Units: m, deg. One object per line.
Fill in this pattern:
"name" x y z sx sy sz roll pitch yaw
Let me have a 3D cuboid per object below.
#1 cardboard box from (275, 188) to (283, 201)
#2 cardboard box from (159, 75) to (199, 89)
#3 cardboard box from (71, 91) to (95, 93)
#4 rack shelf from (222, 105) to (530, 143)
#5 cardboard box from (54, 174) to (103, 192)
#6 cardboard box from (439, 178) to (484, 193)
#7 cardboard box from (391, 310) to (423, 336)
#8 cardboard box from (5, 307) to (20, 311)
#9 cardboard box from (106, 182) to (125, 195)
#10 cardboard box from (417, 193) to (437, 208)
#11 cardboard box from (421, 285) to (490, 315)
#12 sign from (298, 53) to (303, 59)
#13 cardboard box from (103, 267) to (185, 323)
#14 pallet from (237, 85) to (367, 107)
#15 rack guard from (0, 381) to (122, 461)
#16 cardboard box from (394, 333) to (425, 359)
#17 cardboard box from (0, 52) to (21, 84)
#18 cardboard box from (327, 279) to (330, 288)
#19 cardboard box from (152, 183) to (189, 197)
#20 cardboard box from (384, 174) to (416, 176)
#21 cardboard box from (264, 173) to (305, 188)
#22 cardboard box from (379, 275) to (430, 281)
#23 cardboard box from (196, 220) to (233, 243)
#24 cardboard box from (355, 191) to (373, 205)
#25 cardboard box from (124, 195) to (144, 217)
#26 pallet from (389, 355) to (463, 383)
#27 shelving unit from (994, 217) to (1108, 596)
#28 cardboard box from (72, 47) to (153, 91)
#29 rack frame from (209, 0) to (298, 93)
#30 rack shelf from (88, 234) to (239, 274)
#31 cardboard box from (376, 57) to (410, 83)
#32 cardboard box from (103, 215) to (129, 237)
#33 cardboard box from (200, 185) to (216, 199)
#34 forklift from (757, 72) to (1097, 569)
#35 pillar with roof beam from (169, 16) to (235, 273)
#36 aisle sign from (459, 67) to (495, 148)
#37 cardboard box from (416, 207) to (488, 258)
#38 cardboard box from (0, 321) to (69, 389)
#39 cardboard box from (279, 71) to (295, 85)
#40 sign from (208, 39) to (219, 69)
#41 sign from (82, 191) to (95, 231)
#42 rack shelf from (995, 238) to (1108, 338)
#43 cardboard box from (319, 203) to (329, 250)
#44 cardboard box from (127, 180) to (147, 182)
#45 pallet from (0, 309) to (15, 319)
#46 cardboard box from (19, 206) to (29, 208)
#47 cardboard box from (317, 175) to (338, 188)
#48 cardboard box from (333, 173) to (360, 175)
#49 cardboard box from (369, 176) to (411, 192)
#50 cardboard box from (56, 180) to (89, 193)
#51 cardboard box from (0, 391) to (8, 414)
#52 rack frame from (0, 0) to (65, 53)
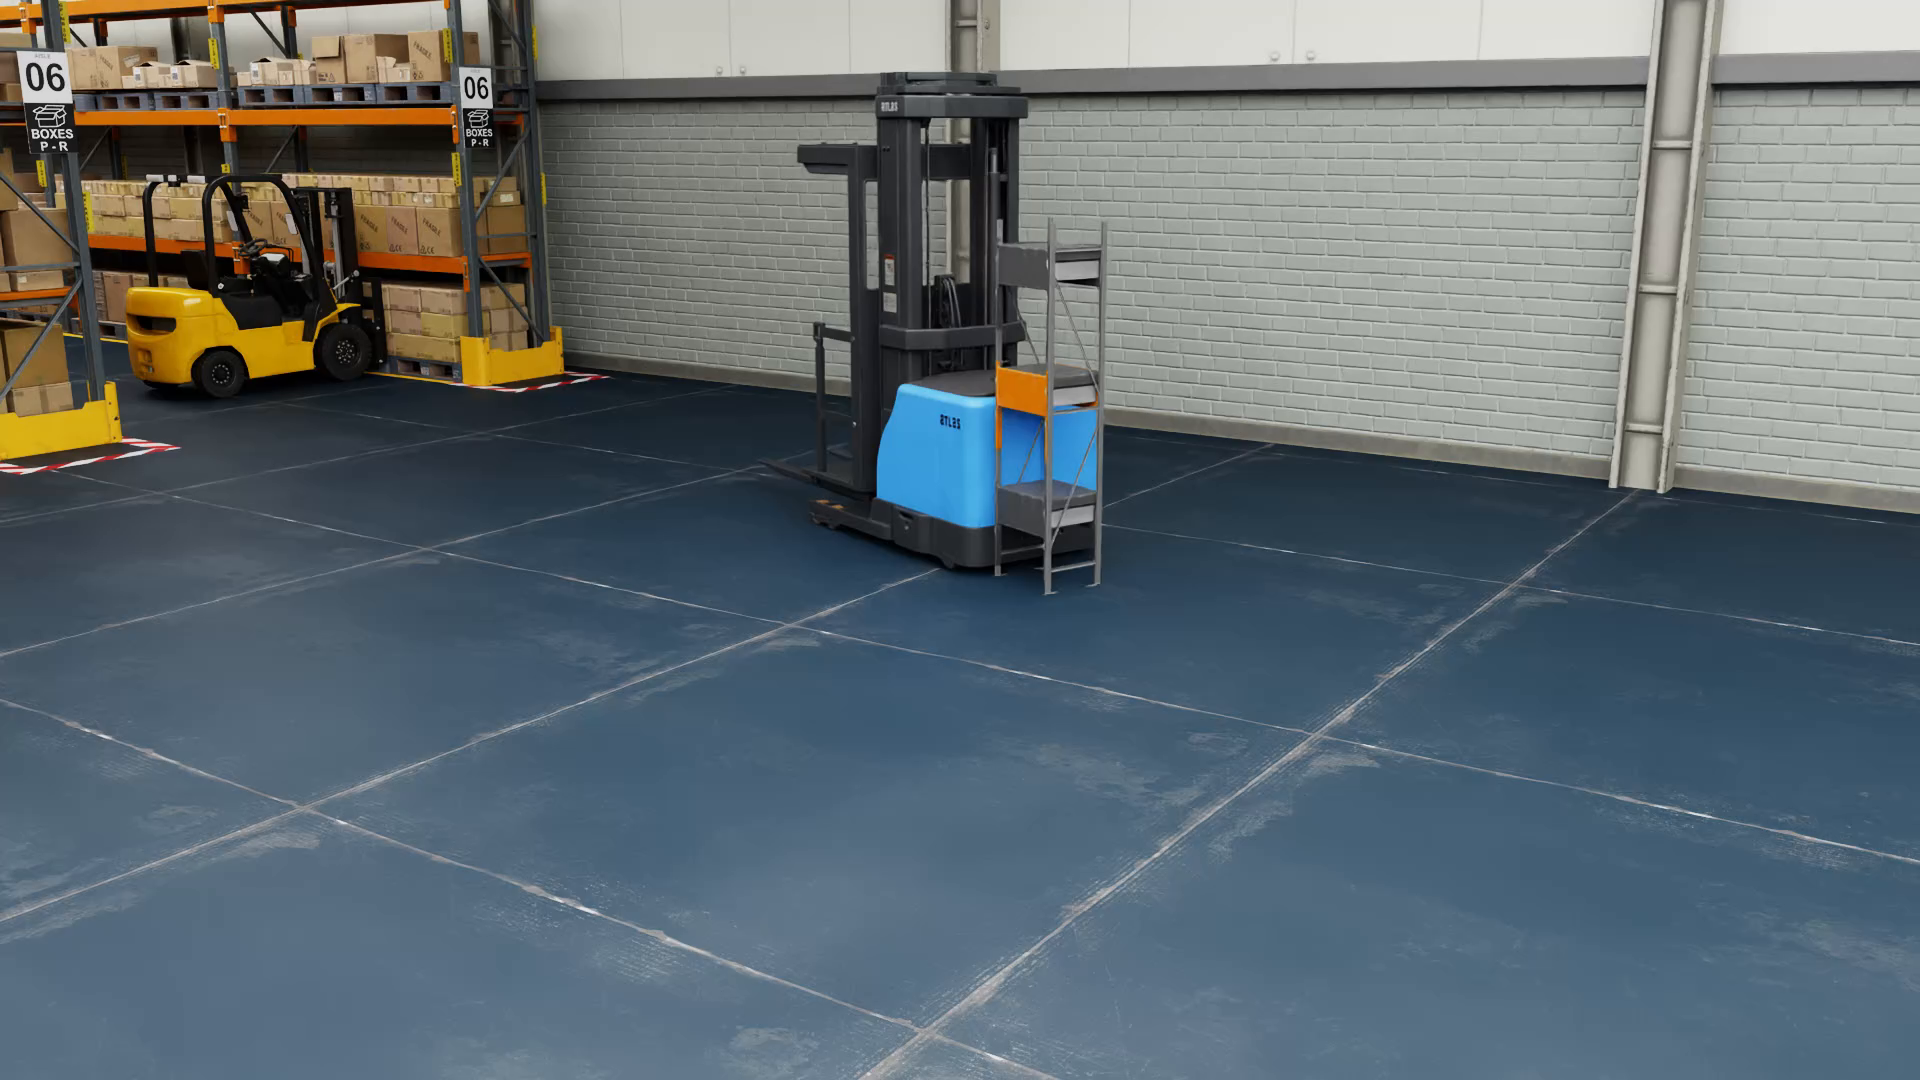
"cardboard box" -7.544 -3.932 18.907 0.250 0.149 0.380 9 17 33
"cardboard box" -9.191 -5.401 19.597 0.250 0.149 0.380 9 17 33
"cardboard box" -11.598 -5.937 21.806 0.250 0.149 0.380 9 17 33
"rack shelf" -6.450 -4.566 18.281 4.000 0.370 1.077 9 17 33
"cardboard box" -11.768 -4.617 22.148 0.500 0.500 0.500 10 17 35
"cardboard box" -5.205 -3.705 17.370 0.250 0.149 0.380 9 17 33
"cardboard box" -5.779 -2.375 17.984 0.500 0.250 0.500 9 17 32
"cardboard box" -12.744 -3.407 22.673 0.500 0.500 0.500 10 17 35
"cardboard box" -10.429 -4.401 20.800 0.250 0.149 0.380 9 17 33
"cardboard box" -5.463 -3.573 17.458 0.250 0.149 0.380 9 17 34
"cardboard box" -5.346 -2.545 17.630 0.500 0.250 0.500 10 17 35
"sign" -7.801 -5.584 19.655 0.005 0.325 0.100 9 17 33
"cardboard box" -10.372 -3.143 21.344 0.625 0.625 0.875 10 17 35
"pallet" -7.387 -5.031 18.848 1.213 0.211 1.003 9 17 33
"rack guard" -7.620 -0.998 13.813 0.348 0.500 1.175 9 17 33
"cardboard box" -5.764 -2.129 18.029 0.500 0.250 0.500 9 17 33
"cardboard box" -7.826 -3.849 13.581 0.500 0.250 0.500 9 16 32
"cardboard box" -7.045 -2.820 18.738 0.500 0.250 0.500 10 17 35
"cardboard box" -9.594 -4.258 20.223 0.250 0.149 0.380 9 17 33
"cardboard box" -6.217 -4.000 18.561 0.250 0.149 0.380 9 17 33
"cardboard box" -7.733 -4.120 19.047 0.250 0.149 0.380 9 17 34
"cardboard box" -6.330 -2.853 18.875 0.500 0.250 0.500 9 16 32
"cardboard box" -8.674 -3.670 19.719 0.500 0.250 0.500 10 17 34
"cardboard box" -6.312 -3.712 18.019 0.250 0.149 0.380 9 17 33
"cardboard box" -9.920 -4.121 20.500 0.500 0.250 0.500 9 17 34
"pallet" -5.448 -1.932 18.187 1.213 0.211 1.003 9 17 33
"shelving unit" 0.513 -0.774 9.578 0.431 2.100 0.503 -9 17 -34
"cardboard box" -10.489 -5.827 20.589 0.500 0.500 0.700 9 16 32
"rack frame" -8.109 -6.640 18.918 0.127 3.000 1.000 9 17 33
"rack shelf" -9.769 -3.647 20.809 4.000 0.370 1.077 9 17 33
"cardboard box" -5.858 -4.919 17.407 0.258 0.266 0.396 9 17 33
"cardboard box" -10.351 -3.947 20.837 0.500 0.250 0.500 9 16 31
"cardboard box" -8.741 -4.123 19.680 0.250 0.149 0.380 9 16 32
"forklift" -0.369 -1.551 10.987 1.130 2.935 3.031 -9 17 -34
"pillar with roof beam" -12.246 -6.323 17.637 0.400 9.000 9.100 9 17 33
"aisle sign" -4.900 -4.386 16.887 0.004 0.787 0.394 9 17 33
"cardboard box" -5.345 -3.253 17.515 0.500 0.500 0.500 9 16 32
"cardboard box" -8.092 -1.600 14.334 0.500 0.500 0.500 9 16 31
"cardboard box" -7.269 -5.090 18.342 0.250 0.149 0.380 10 17 34
"sign" -8.404 -5.478 18.736 0.005 0.325 0.100 9 17 33
"sign" -7.255 -2.729 13.805 0.005 0.325 0.100 9 17 33
"rack shelf" 0.513 -1.440 9.413 0.431 0.518 0.480 -9 17 -34
"cardboard box" -7.025 -3.530 18.634 0.500 0.500 0.500 9 17 32
"cardboard box" -10.585 -4.564 21.461 0.250 0.149 0.380 9 17 33
"pallet" -13.035 -3.182 23.237 1.213 0.211 1.003 9 17 33
"cardboard box" -8.227 -2.581 14.182 0.500 0.500 0.500 10 17 35
"cardboard box" -6.897 -3.976 18.467 0.250 0.149 0.380 9 17 33
"cardboard box" -7.021 -4.157 19.196 0.250 0.149 0.380 9 16 32
"cardboard box" -6.103 -3.823 17.845 0.250 0.149 0.380 10 17 34
"cardboard box" -11.328 -4.526 21.306 0.250 0.149 0.380 10 17 34
"cardboard box" -8.398 -1.128 13.986 0.500 0.250 0.500 9 17 33
"rack frame" -7.557 -5.113 12.751 0.127 3.000 1.000 9 17 33
